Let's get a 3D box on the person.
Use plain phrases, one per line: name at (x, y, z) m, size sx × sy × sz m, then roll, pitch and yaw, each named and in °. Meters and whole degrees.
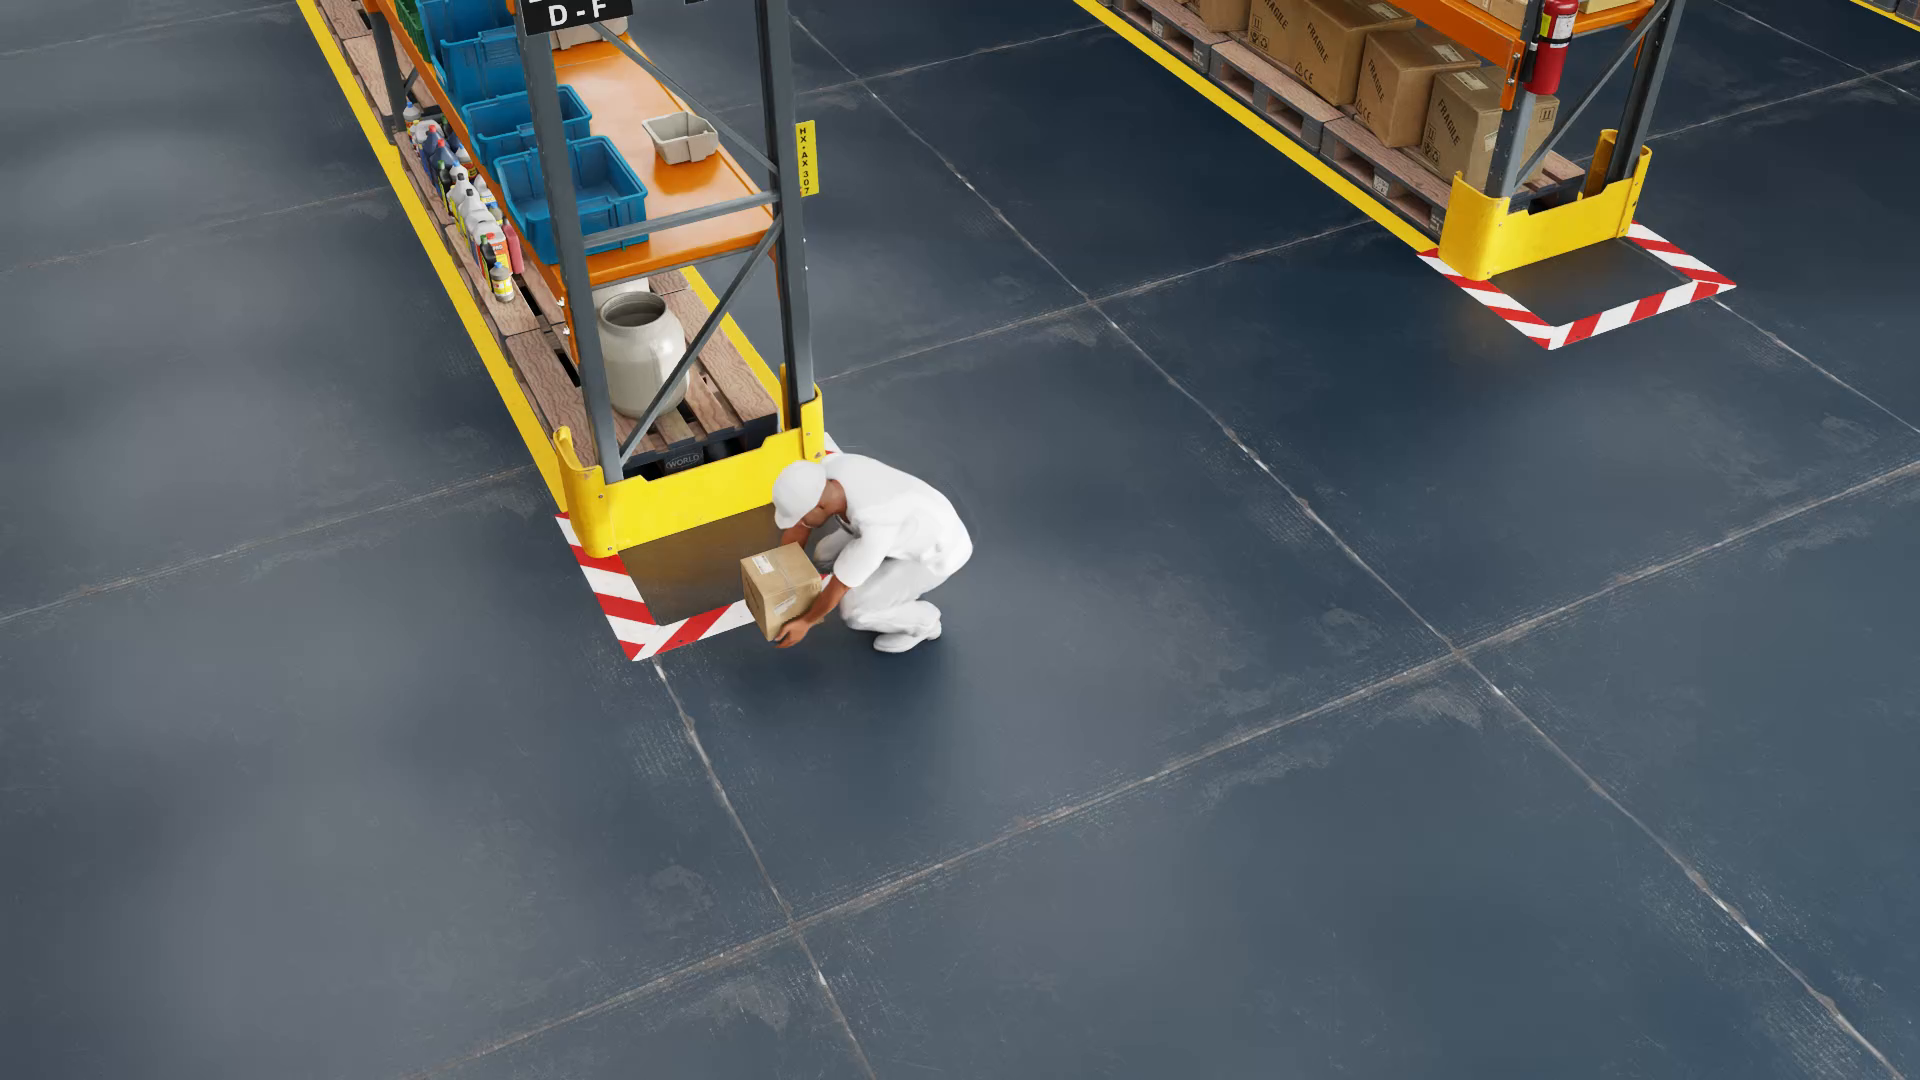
person at (-0.403, 0.016, 6.713) m, size 0.911 × 1.000 × 0.575 m, roll -14°, pitch 43°, yaw -15°
